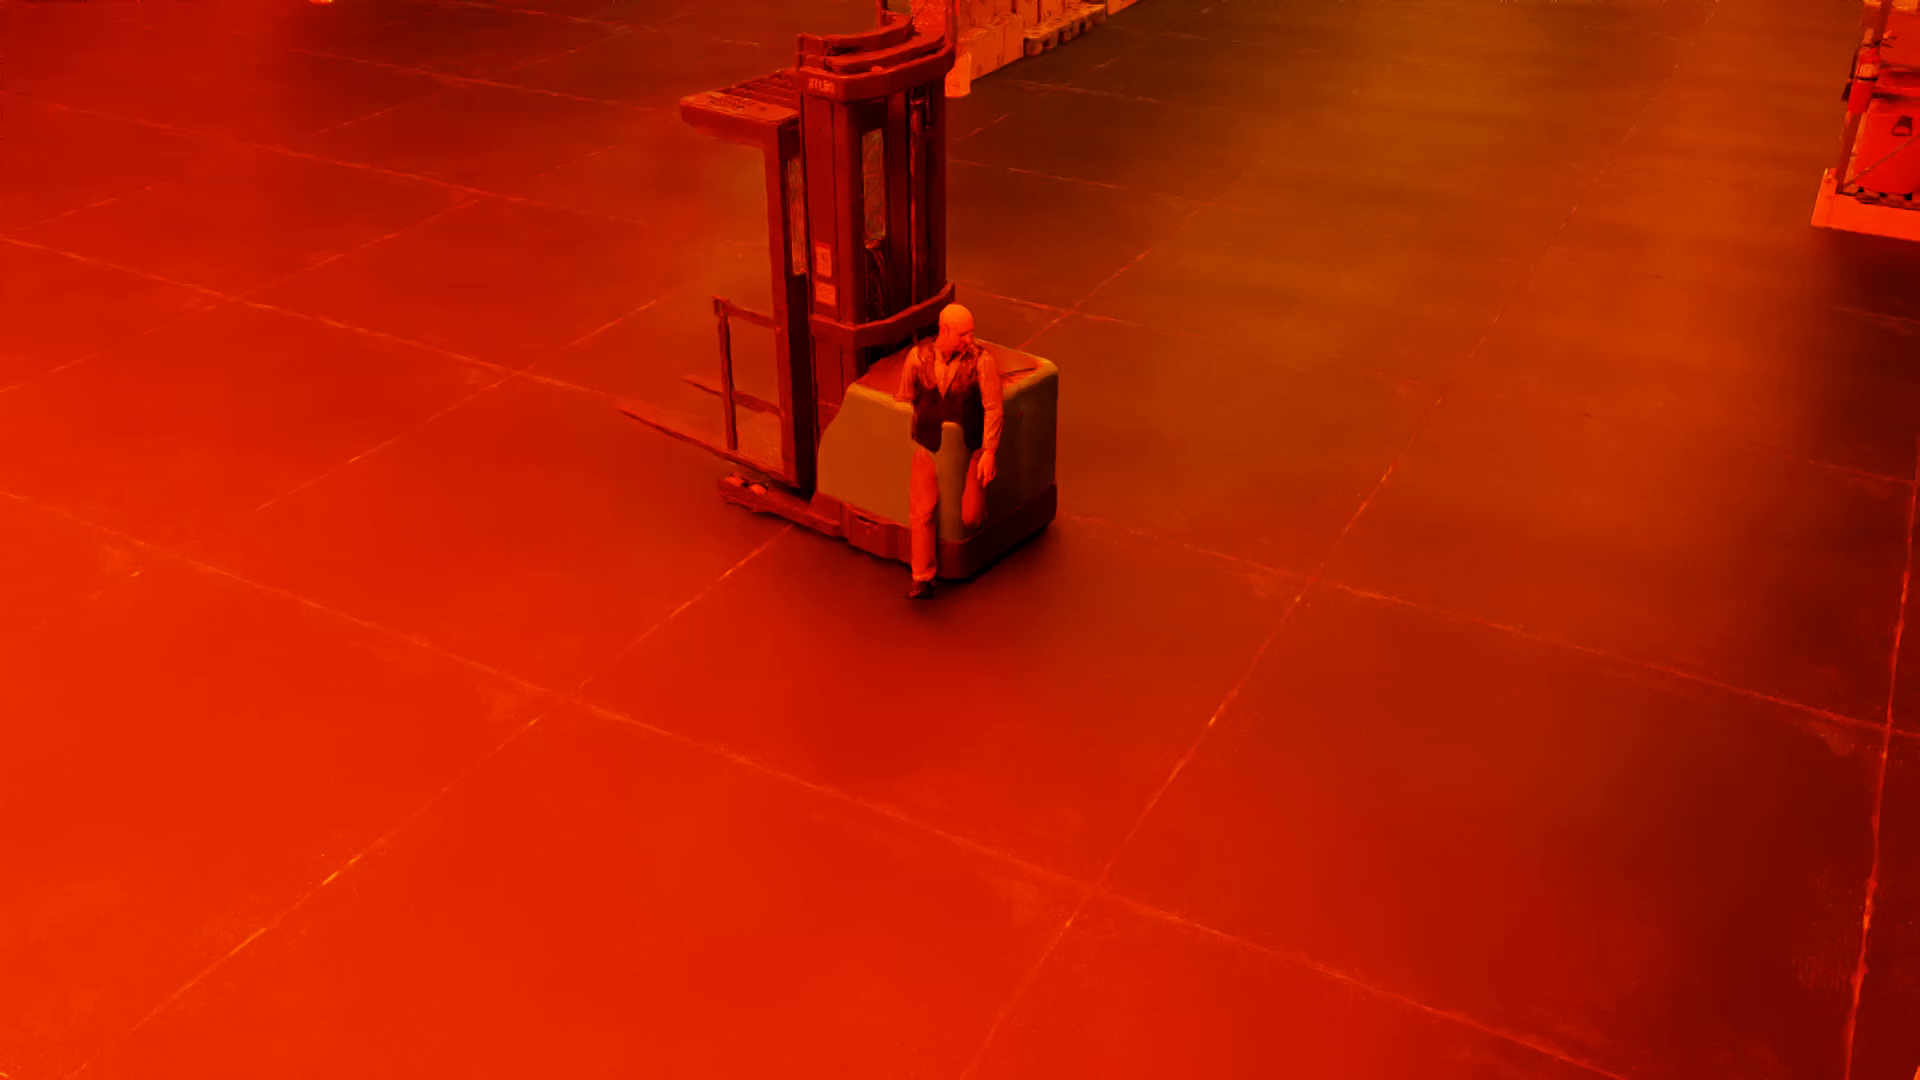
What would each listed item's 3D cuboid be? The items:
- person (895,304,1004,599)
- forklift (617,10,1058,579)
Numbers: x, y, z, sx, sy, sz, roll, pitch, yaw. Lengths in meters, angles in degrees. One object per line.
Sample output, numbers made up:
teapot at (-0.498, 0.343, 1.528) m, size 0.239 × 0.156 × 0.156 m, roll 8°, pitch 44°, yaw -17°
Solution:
person at (-0.100, -0.490, 9.188) m, size 0.685 × 1.666 × 0.903 m, roll 4°, pitch 30°, yaw 6°
forklift at (-0.889, -1.633, 9.899) m, size 3.031 × 2.935 × 1.130 m, roll 21°, pitch 36°, yaw 32°
